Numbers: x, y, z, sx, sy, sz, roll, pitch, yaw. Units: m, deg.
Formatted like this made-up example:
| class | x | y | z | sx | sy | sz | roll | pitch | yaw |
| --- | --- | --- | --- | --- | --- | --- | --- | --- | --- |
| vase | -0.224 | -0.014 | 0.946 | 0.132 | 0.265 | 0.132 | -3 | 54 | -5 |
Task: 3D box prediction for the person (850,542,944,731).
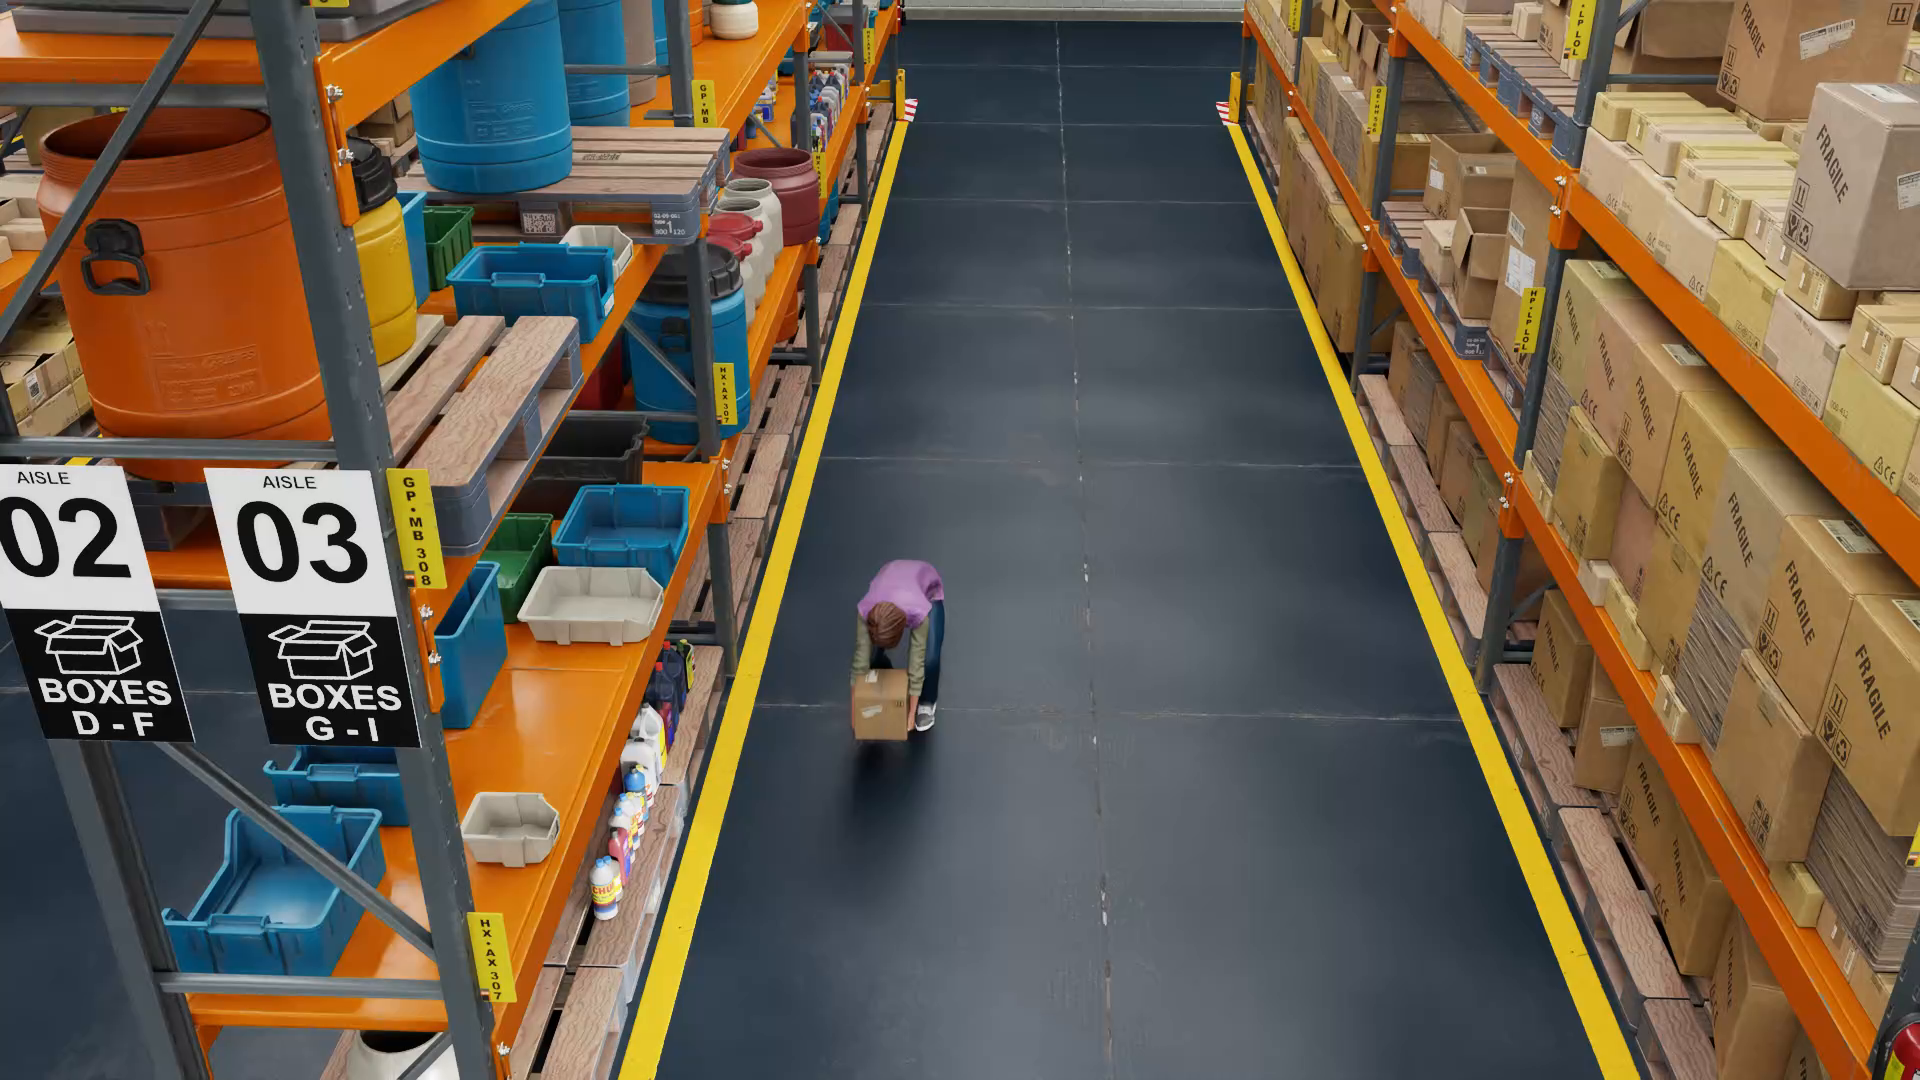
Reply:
| class | x | y | z | sx | sy | sz | roll | pitch | yaw |
| --- | --- | --- | --- | --- | --- | --- | --- | --- | --- |
| person | -0.311 | 0.513 | 8.254 | 0.405 | 1.058 | 0.852 | 6 | 29 | 10 |
